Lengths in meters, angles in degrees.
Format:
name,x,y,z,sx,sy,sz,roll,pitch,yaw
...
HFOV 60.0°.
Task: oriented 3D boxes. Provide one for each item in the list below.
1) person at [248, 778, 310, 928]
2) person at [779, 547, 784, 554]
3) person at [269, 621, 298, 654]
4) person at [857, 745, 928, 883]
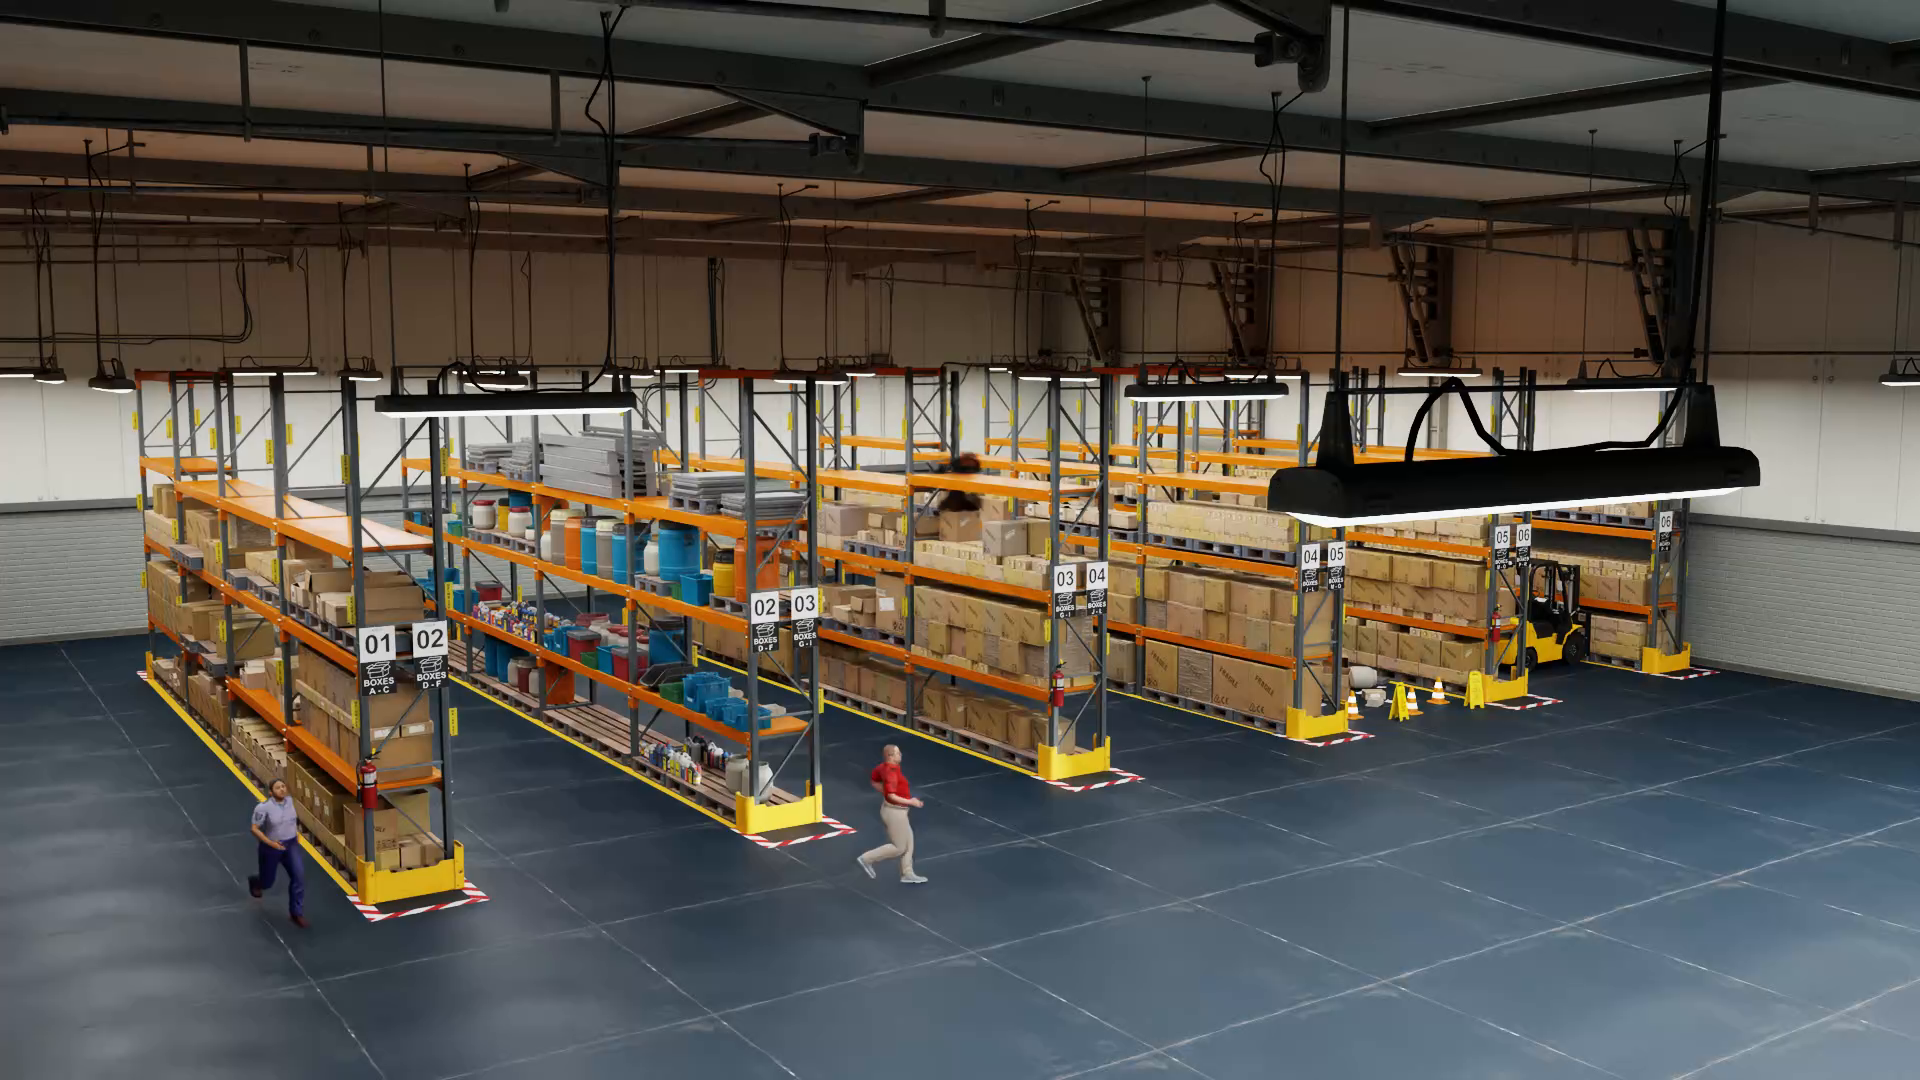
name,x,y,z,sx,sy,sz,roll,pitch,yaw
person,-7.633,3.463,18.580,1.013,1.642,0.584,6,9,42
person,-4.434,0.955,40.416,0.594,1.680,0.831,4,8,31
person,-13.508,1.797,33.107,0.613,1.608,0.563,-5,8,-38
person,-0.812,3.265,19.741,0.861,1.707,0.662,-1,7,-12
